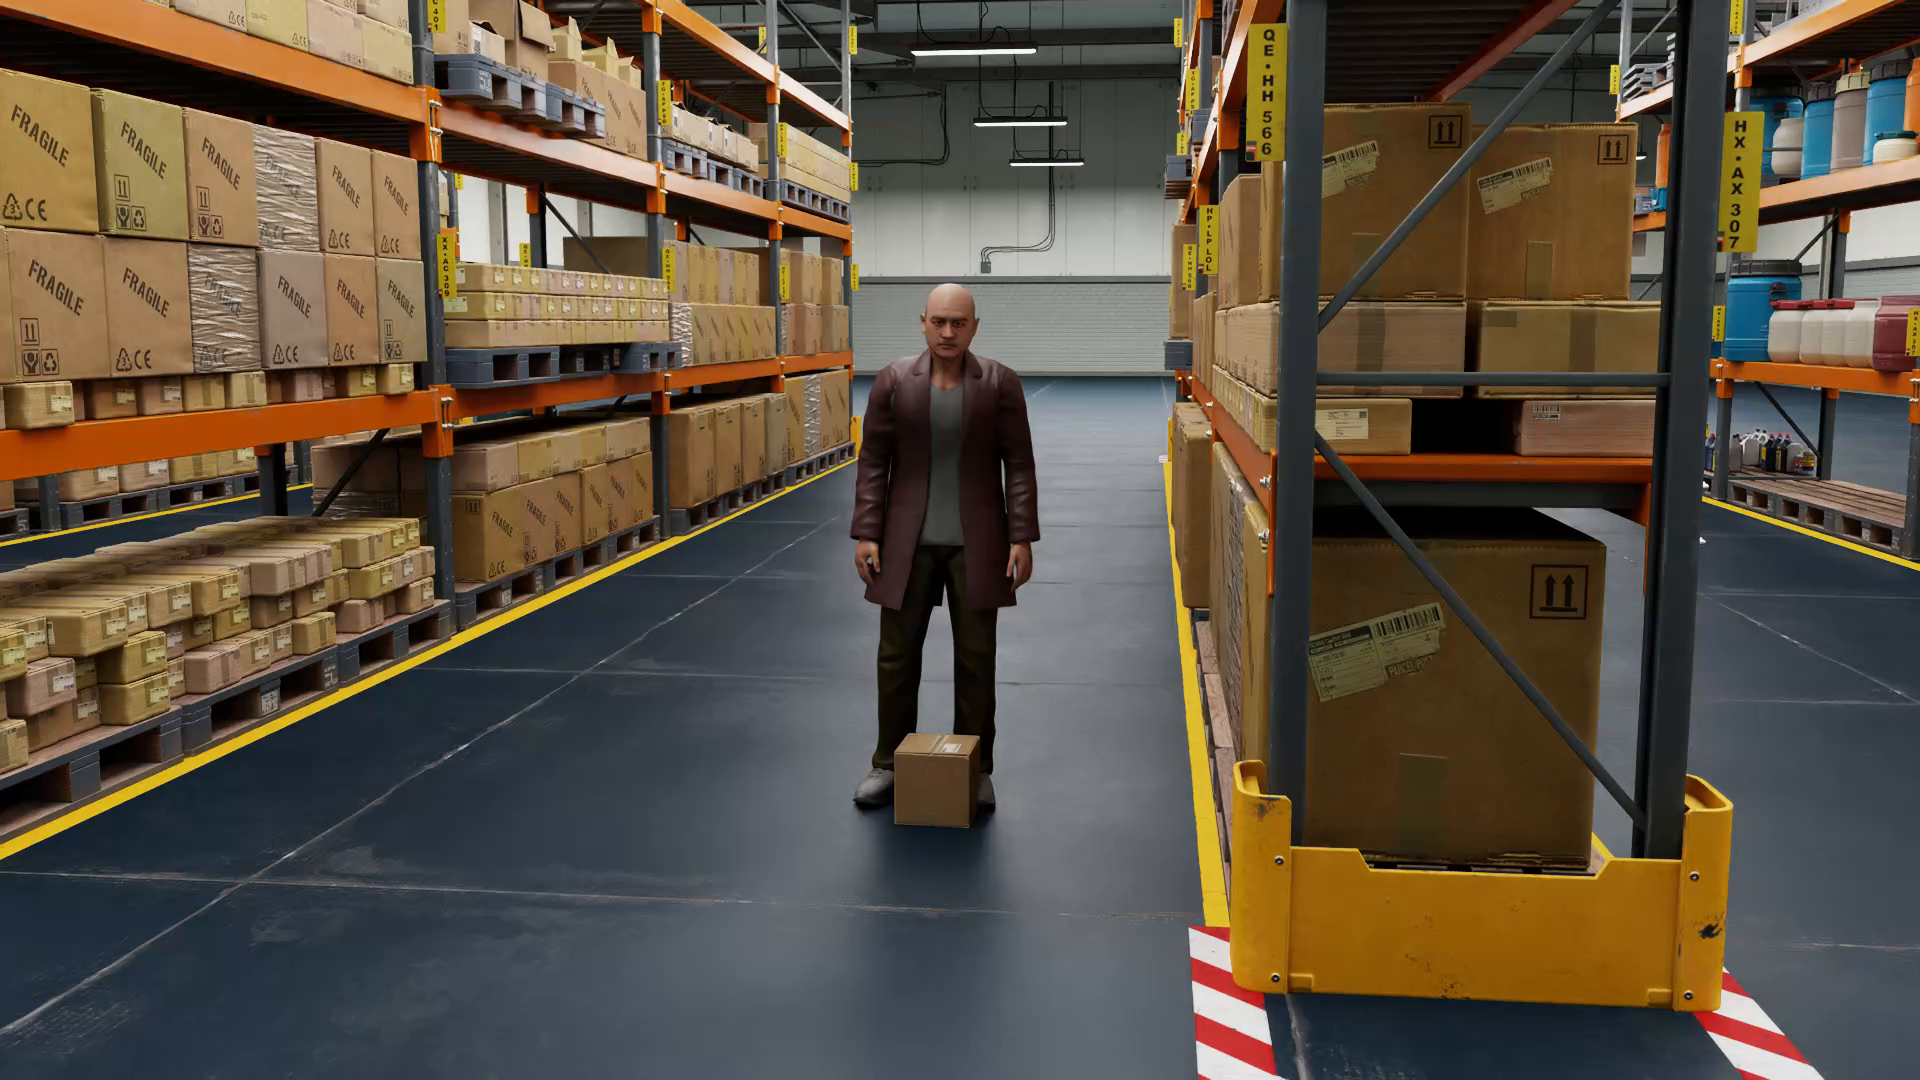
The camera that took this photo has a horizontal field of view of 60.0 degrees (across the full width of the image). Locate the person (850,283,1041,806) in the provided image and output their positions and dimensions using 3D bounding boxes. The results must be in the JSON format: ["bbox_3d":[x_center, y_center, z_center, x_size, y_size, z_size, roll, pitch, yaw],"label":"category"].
[{"bbox_3d":[-0.051,0.016,5.717,0.654,1.774,0.424,0,7,3],"label":"person"}]
